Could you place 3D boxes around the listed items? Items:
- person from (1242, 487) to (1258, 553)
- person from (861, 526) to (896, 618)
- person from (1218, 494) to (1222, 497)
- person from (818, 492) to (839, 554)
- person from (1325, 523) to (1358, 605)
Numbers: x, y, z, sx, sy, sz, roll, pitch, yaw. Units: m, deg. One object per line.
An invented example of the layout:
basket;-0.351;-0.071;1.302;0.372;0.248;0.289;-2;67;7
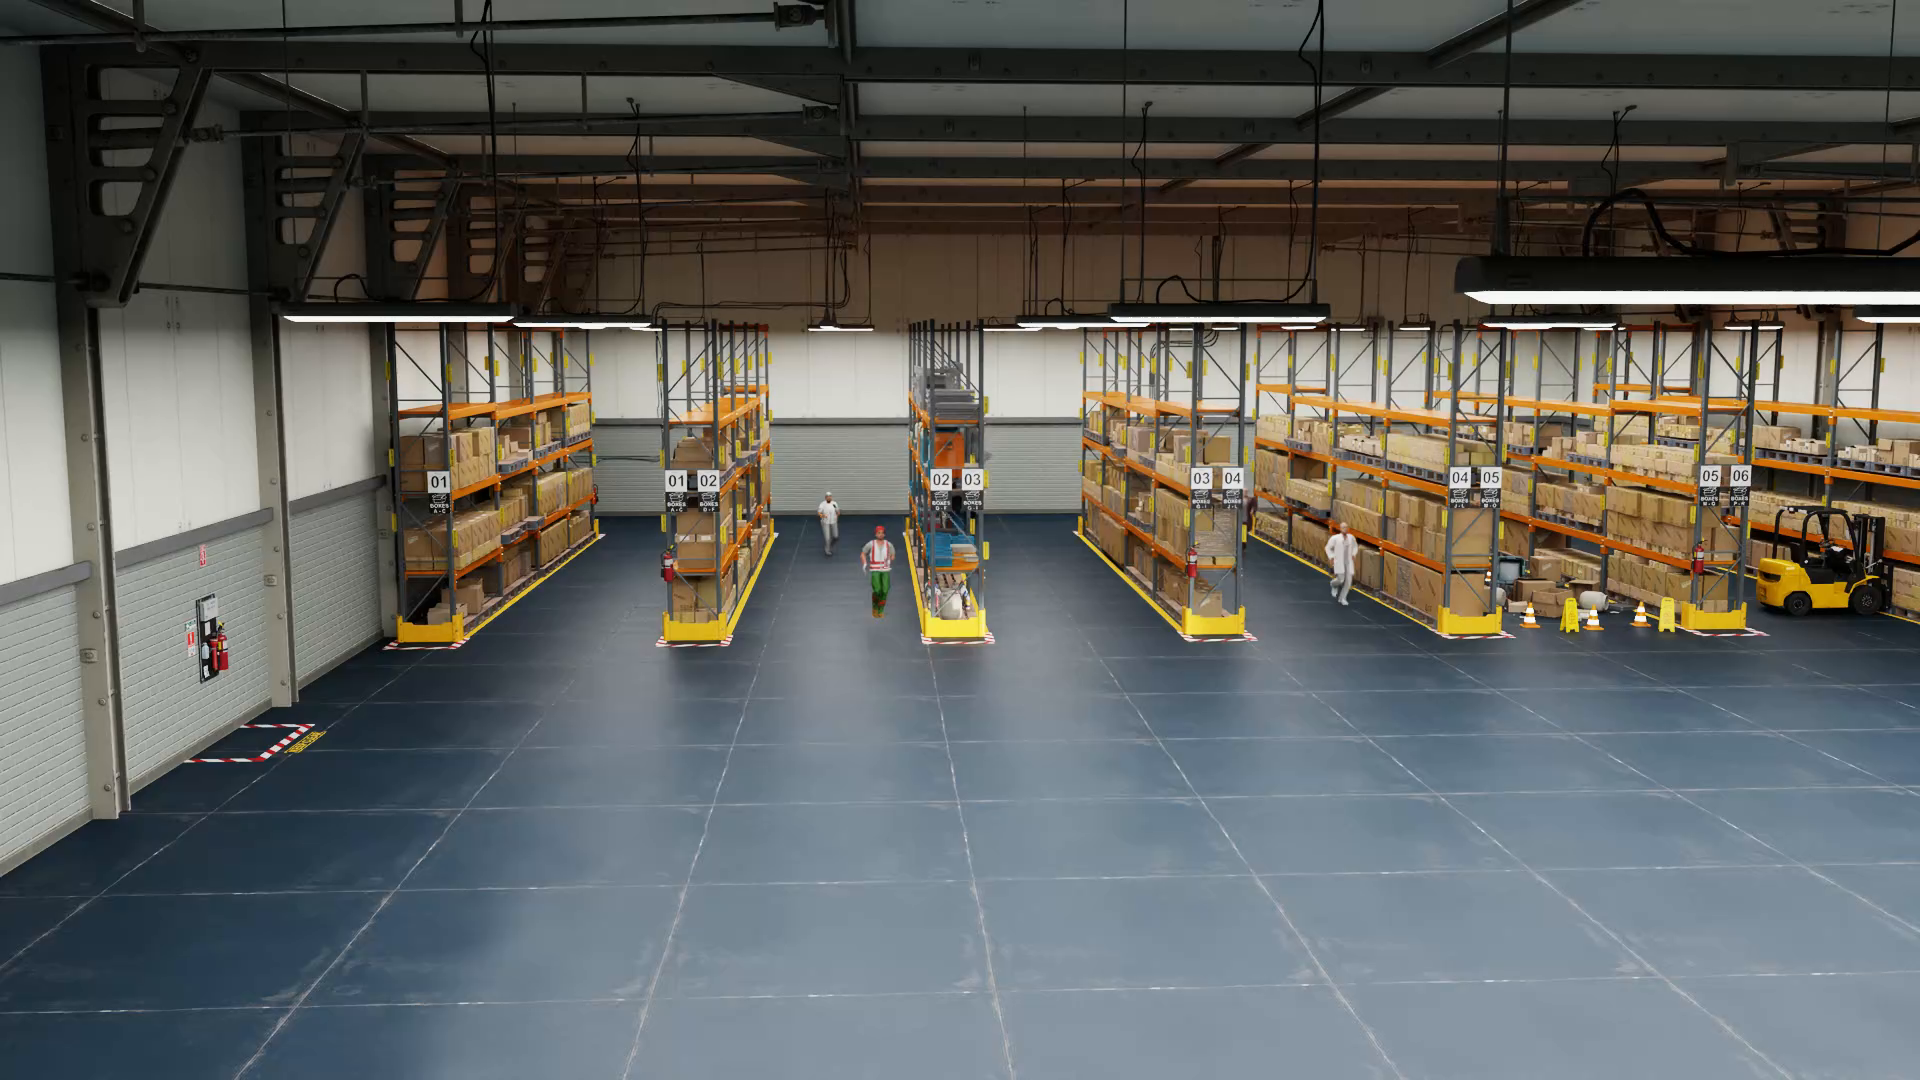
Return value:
person;7.382;-0.466;43.144;0.691;1.823;0.808;0;7;-1
person;-1.531;0.623;31.918;0.643;1.769;0.580;-2;7;-14
person;7.693;-1.076;48.460;0.722;1.703;0.624;-6;9;-41
person;-3.380;-0.422;43.234;0.594;1.612;0.550;-2;7;-16
person;8.163;0.497;35.466;0.709;1.737;0.640;-1;7;-8
